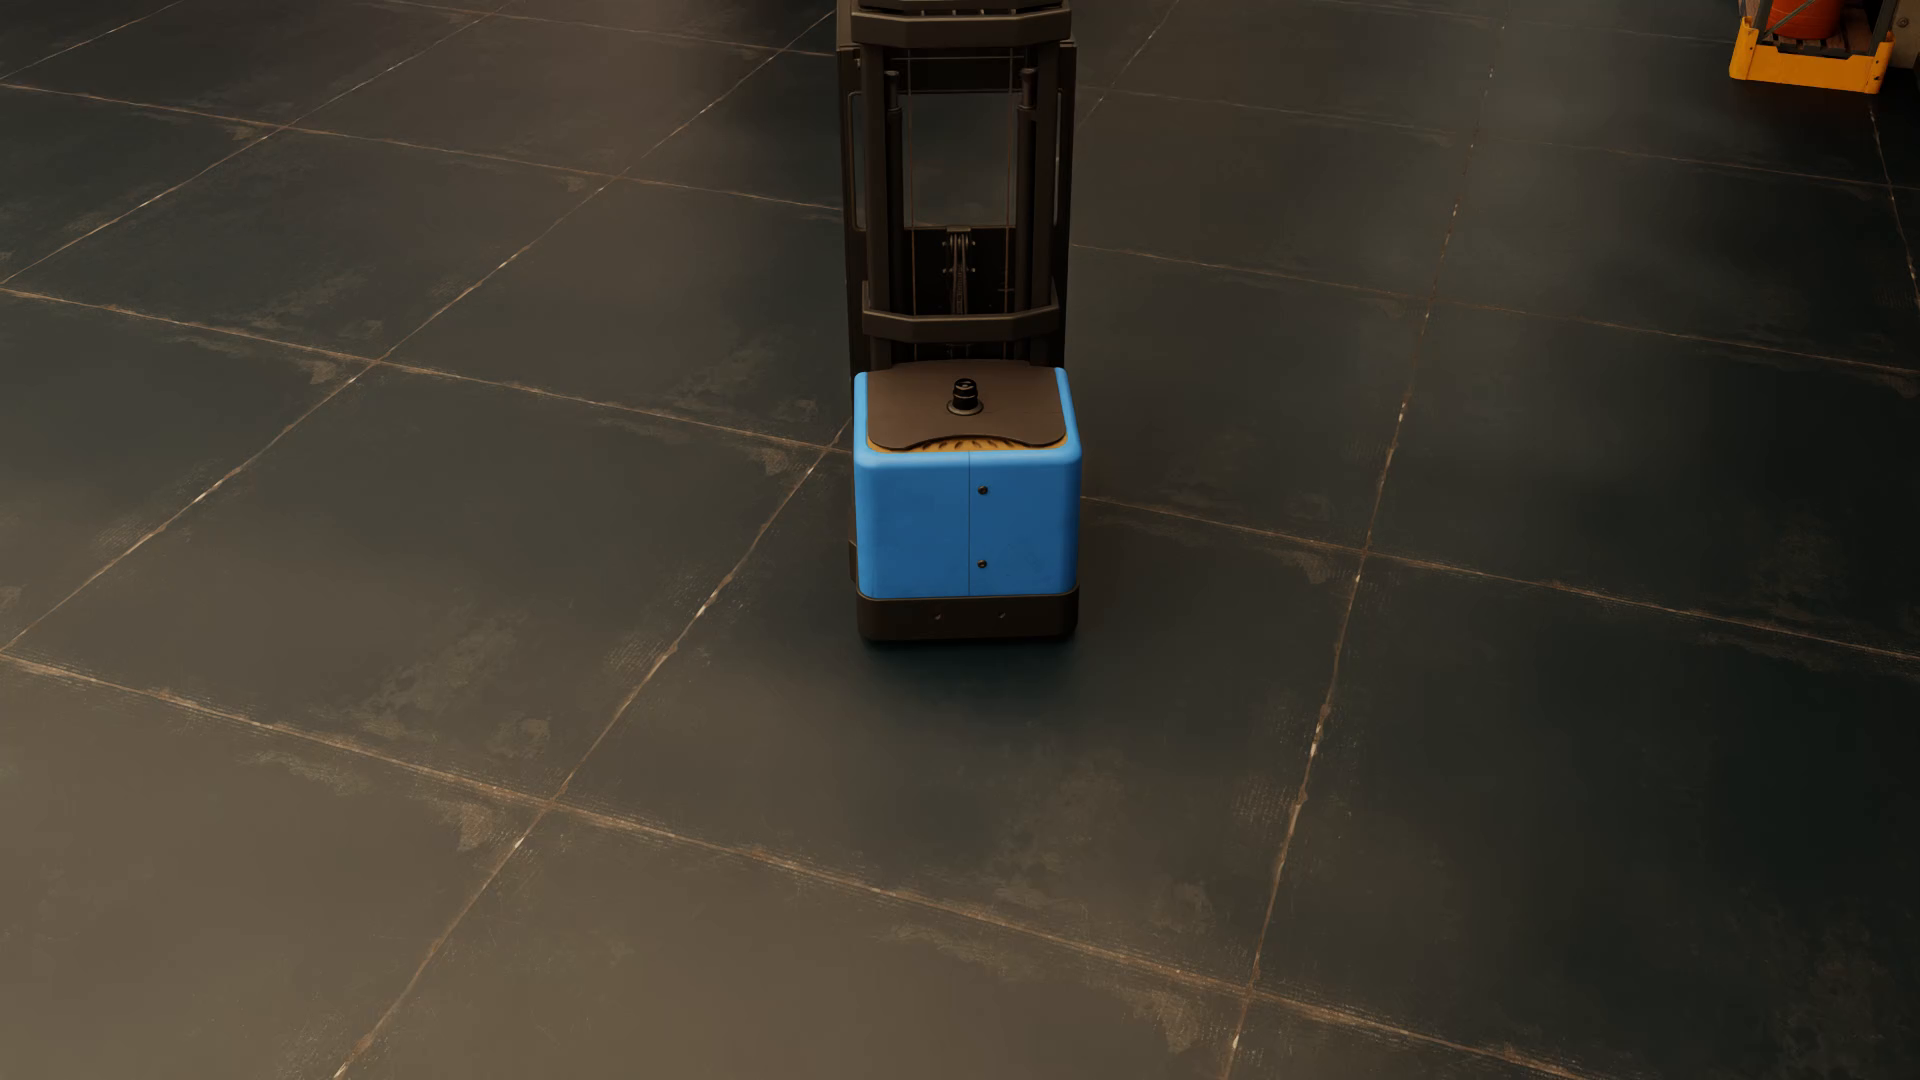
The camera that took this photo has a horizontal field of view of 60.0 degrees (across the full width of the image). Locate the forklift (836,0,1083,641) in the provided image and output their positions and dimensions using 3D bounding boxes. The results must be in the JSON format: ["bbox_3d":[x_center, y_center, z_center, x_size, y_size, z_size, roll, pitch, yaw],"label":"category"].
[{"bbox_3d":[-0.029,-1.547,8.293,1.130,2.935,3.031,-2,35,-2],"label":"forklift"}]
